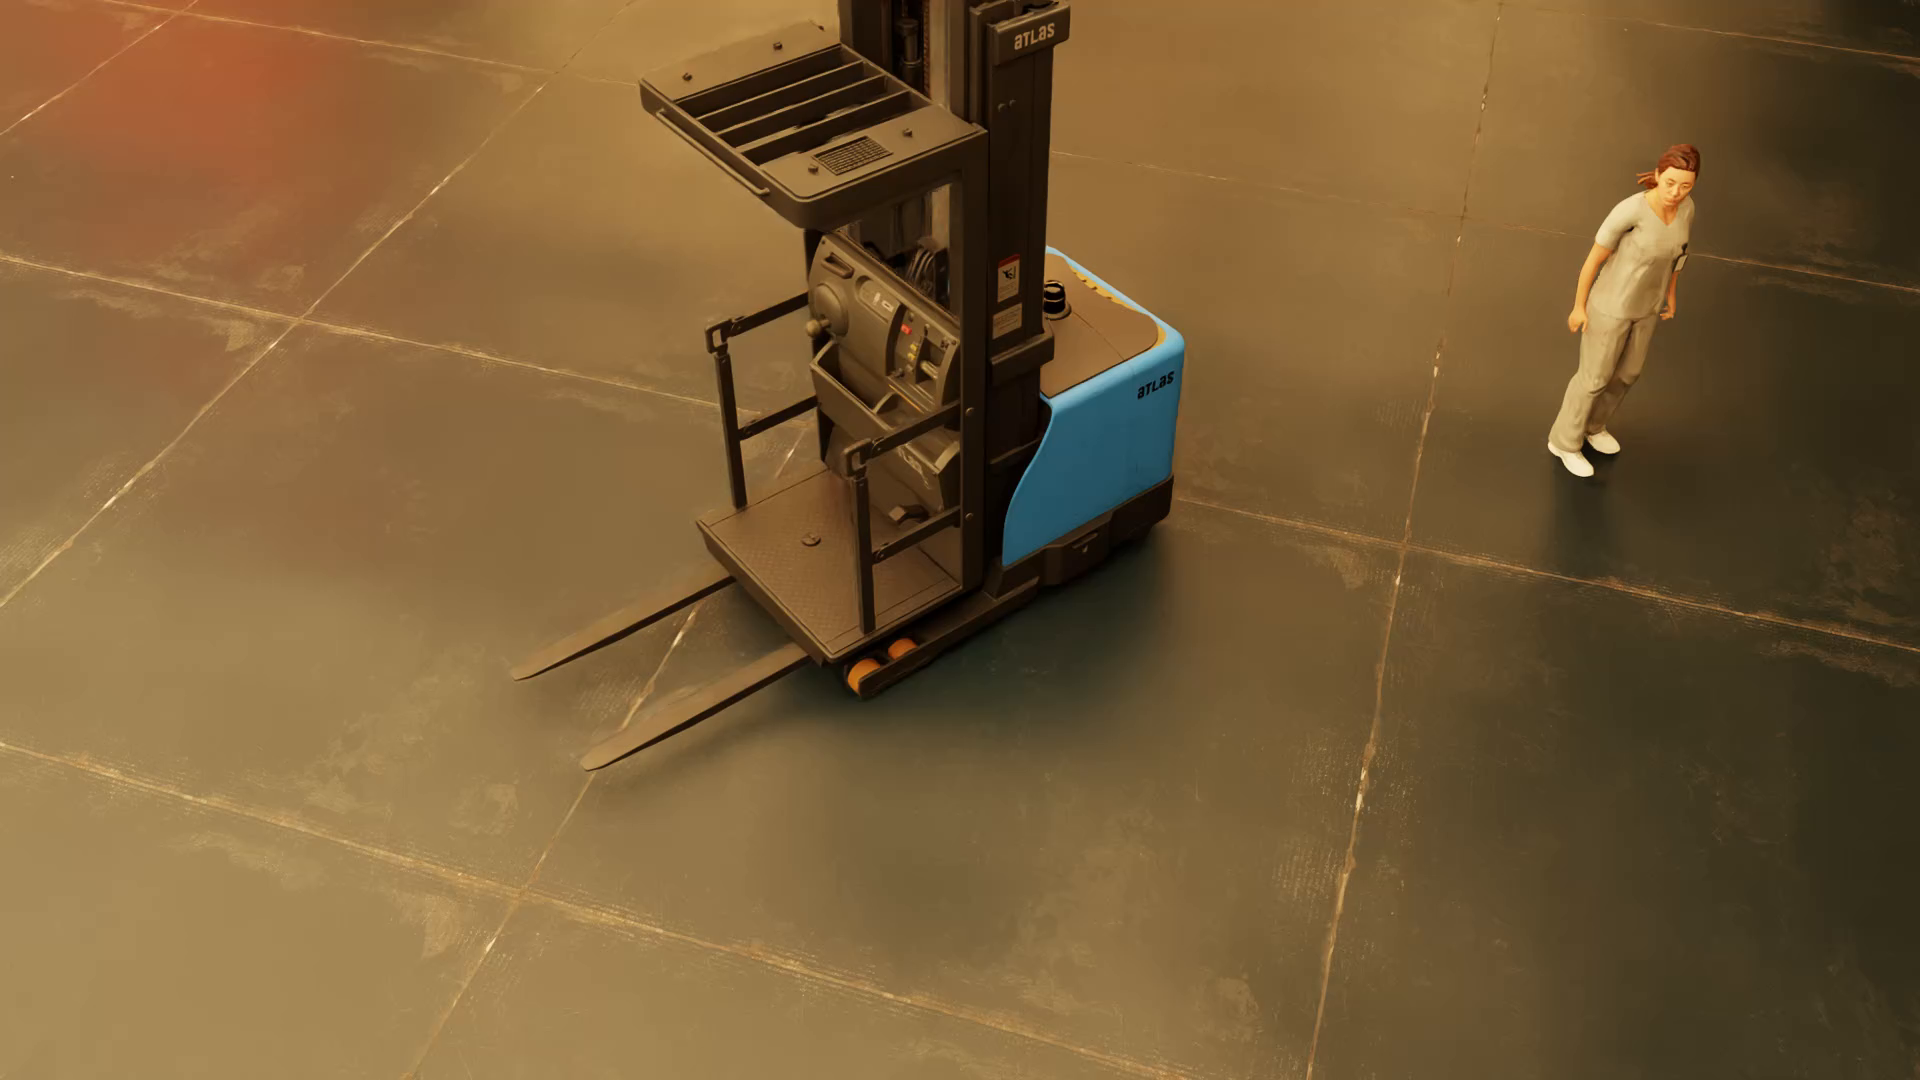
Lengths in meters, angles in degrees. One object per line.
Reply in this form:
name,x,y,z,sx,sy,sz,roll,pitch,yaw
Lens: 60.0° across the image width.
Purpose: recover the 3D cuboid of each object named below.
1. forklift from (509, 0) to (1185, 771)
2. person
forklift,-0.479,-0.812,6.562,3.031,2.935,1.130,-28,50,-27
person,3.123,-1.068,7.763,0.575,1.670,0.420,-16,45,-16
